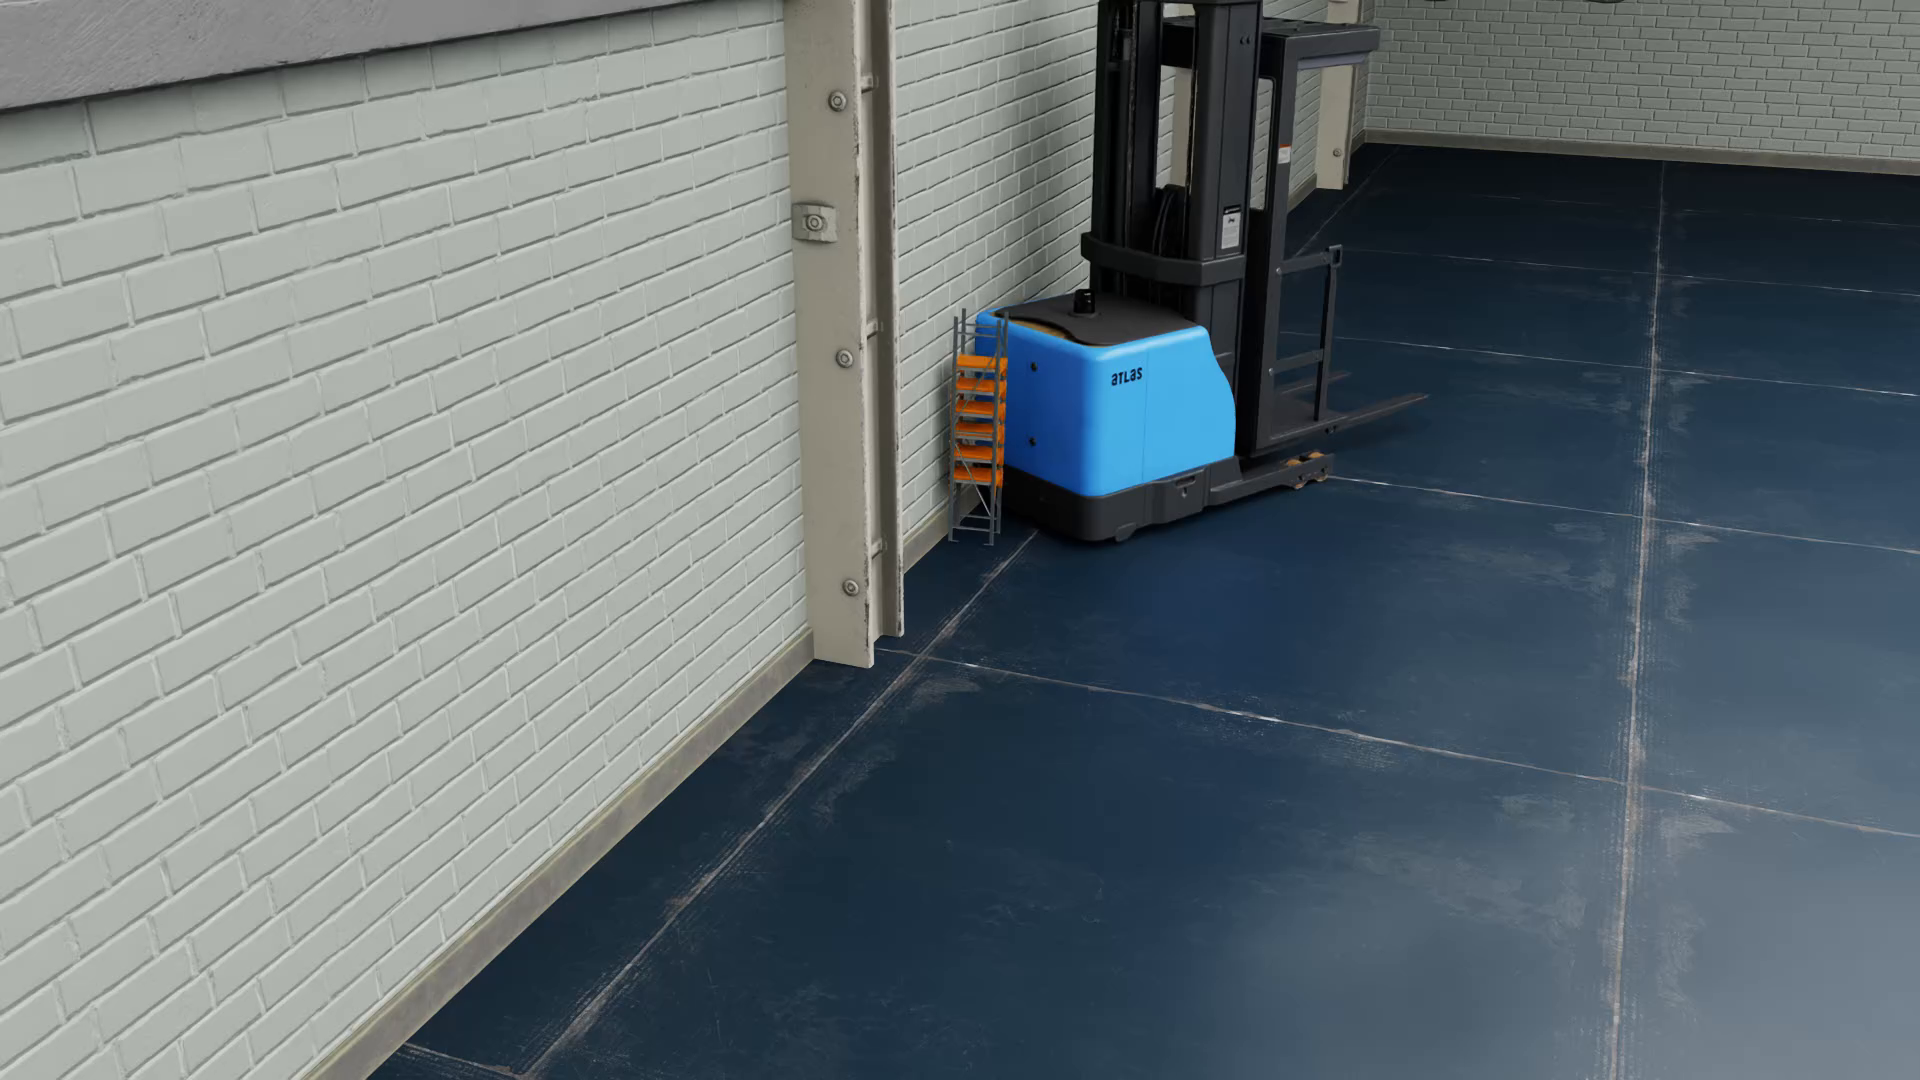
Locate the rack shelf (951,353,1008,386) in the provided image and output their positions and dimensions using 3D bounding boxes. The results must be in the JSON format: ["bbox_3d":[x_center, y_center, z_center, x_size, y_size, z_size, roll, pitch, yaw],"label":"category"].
[{"bbox_3d":[0.100,-0.867,8.437,0.258,0.103,0.180,6,22,11],"label":"rack shelf"}]

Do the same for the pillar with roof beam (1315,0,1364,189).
[{"bbox_3d":[7.981,-7.353,14.677,9.100,9.000,0.400,9,24,20],"label":"pillar with roof beam"}]

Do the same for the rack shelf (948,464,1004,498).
[{"bbox_3d":[0.084,-0.308,8.655,0.258,0.103,0.180,6,22,11],"label":"rack shelf"}]

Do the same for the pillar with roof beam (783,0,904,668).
[{"bbox_3d":[3.524,-3.058,4.397,9.100,9.000,0.400,9,24,20],"label":"pillar with roof beam"}]

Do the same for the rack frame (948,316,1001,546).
[{"bbox_3d":[0.071,-0.541,8.468,0.240,1.200,0.006,6,22,11],"label":"rack frame"}]

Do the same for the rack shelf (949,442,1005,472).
[{"bbox_3d":[0.087,-0.420,8.611,0.258,0.103,0.180,6,22,11],"label":"rack shelf"}]

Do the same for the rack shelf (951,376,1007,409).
[{"bbox_3d":[0.097,-0.755,8.480,0.258,0.103,0.180,6,22,11],"label":"rack shelf"}]

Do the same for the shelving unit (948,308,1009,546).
[{"bbox_3d":[0.091,-0.573,8.551,0.258,1.200,0.189,6,22,11],"label":"shelving unit"}]

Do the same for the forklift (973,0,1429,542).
[{"bbox_3d":[1.524,-1.784,9.219,3.031,2.935,1.130,-17,28,-35],"label":"forklift"}]

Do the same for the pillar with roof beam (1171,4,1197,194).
[{"bbox_3d":[5.753,-5.206,9.537,9.100,9.000,0.400,9,24,20],"label":"pillar with roof beam"}]

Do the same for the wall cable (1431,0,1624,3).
[{"bbox_3d":[6.306,-7.401,18.822,3.097,2.526,0.112,9,24,20],"label":"wall cable"}]

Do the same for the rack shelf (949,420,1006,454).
[{"bbox_3d":[0.090,-0.532,8.568,0.258,0.103,0.180,6,22,11],"label":"rack shelf"}]

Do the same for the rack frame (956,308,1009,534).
[{"bbox_3d":[0.111,-0.605,8.635,0.240,1.200,0.006,6,22,11],"label":"rack frame"}]

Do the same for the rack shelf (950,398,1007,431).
[{"bbox_3d":[0.093,-0.644,8.524,0.258,0.103,0.180,6,22,11],"label":"rack shelf"}]
